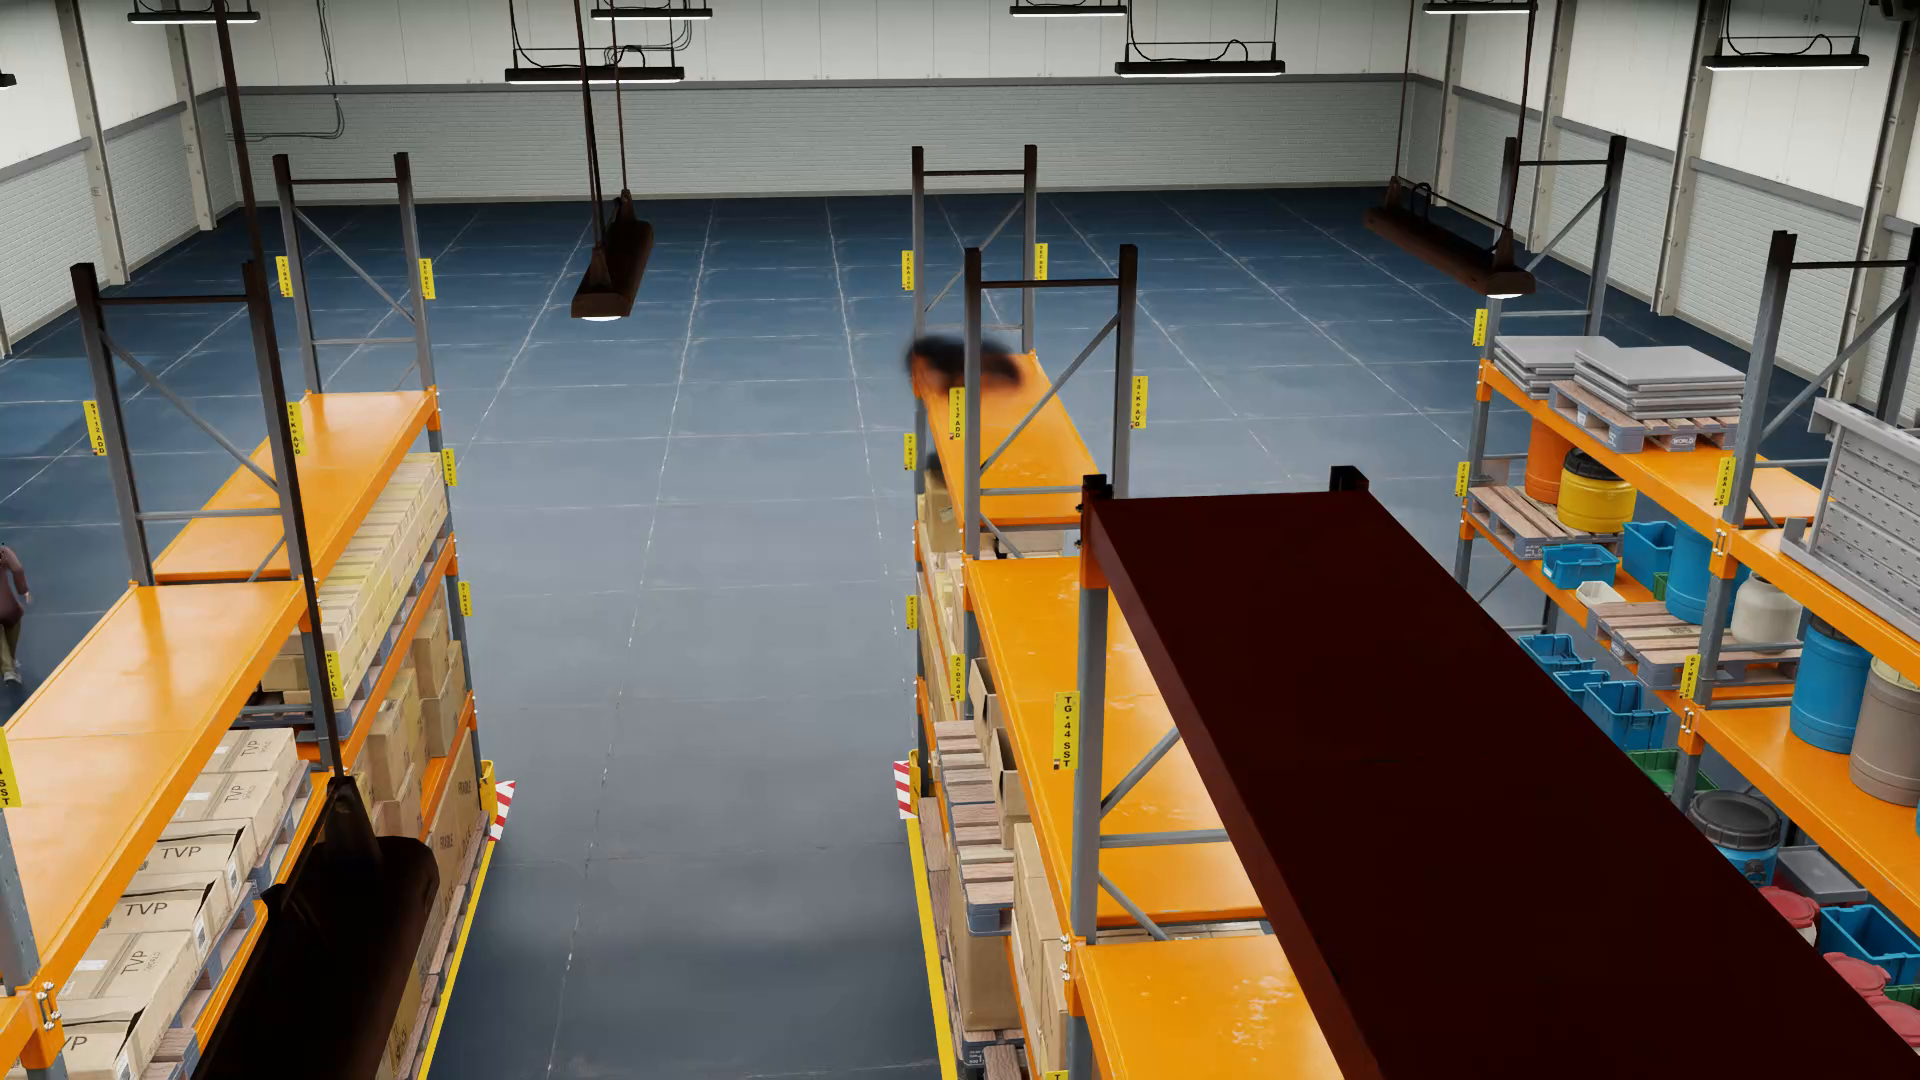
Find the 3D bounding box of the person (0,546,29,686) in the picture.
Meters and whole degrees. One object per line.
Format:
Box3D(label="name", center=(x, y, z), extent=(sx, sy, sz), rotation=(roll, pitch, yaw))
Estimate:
Box3D(label="person", center=(-10.200, 0.768, 17.537), extent=(0.708, 1.629, 1.117), rotation=(-10, 24, -23))
